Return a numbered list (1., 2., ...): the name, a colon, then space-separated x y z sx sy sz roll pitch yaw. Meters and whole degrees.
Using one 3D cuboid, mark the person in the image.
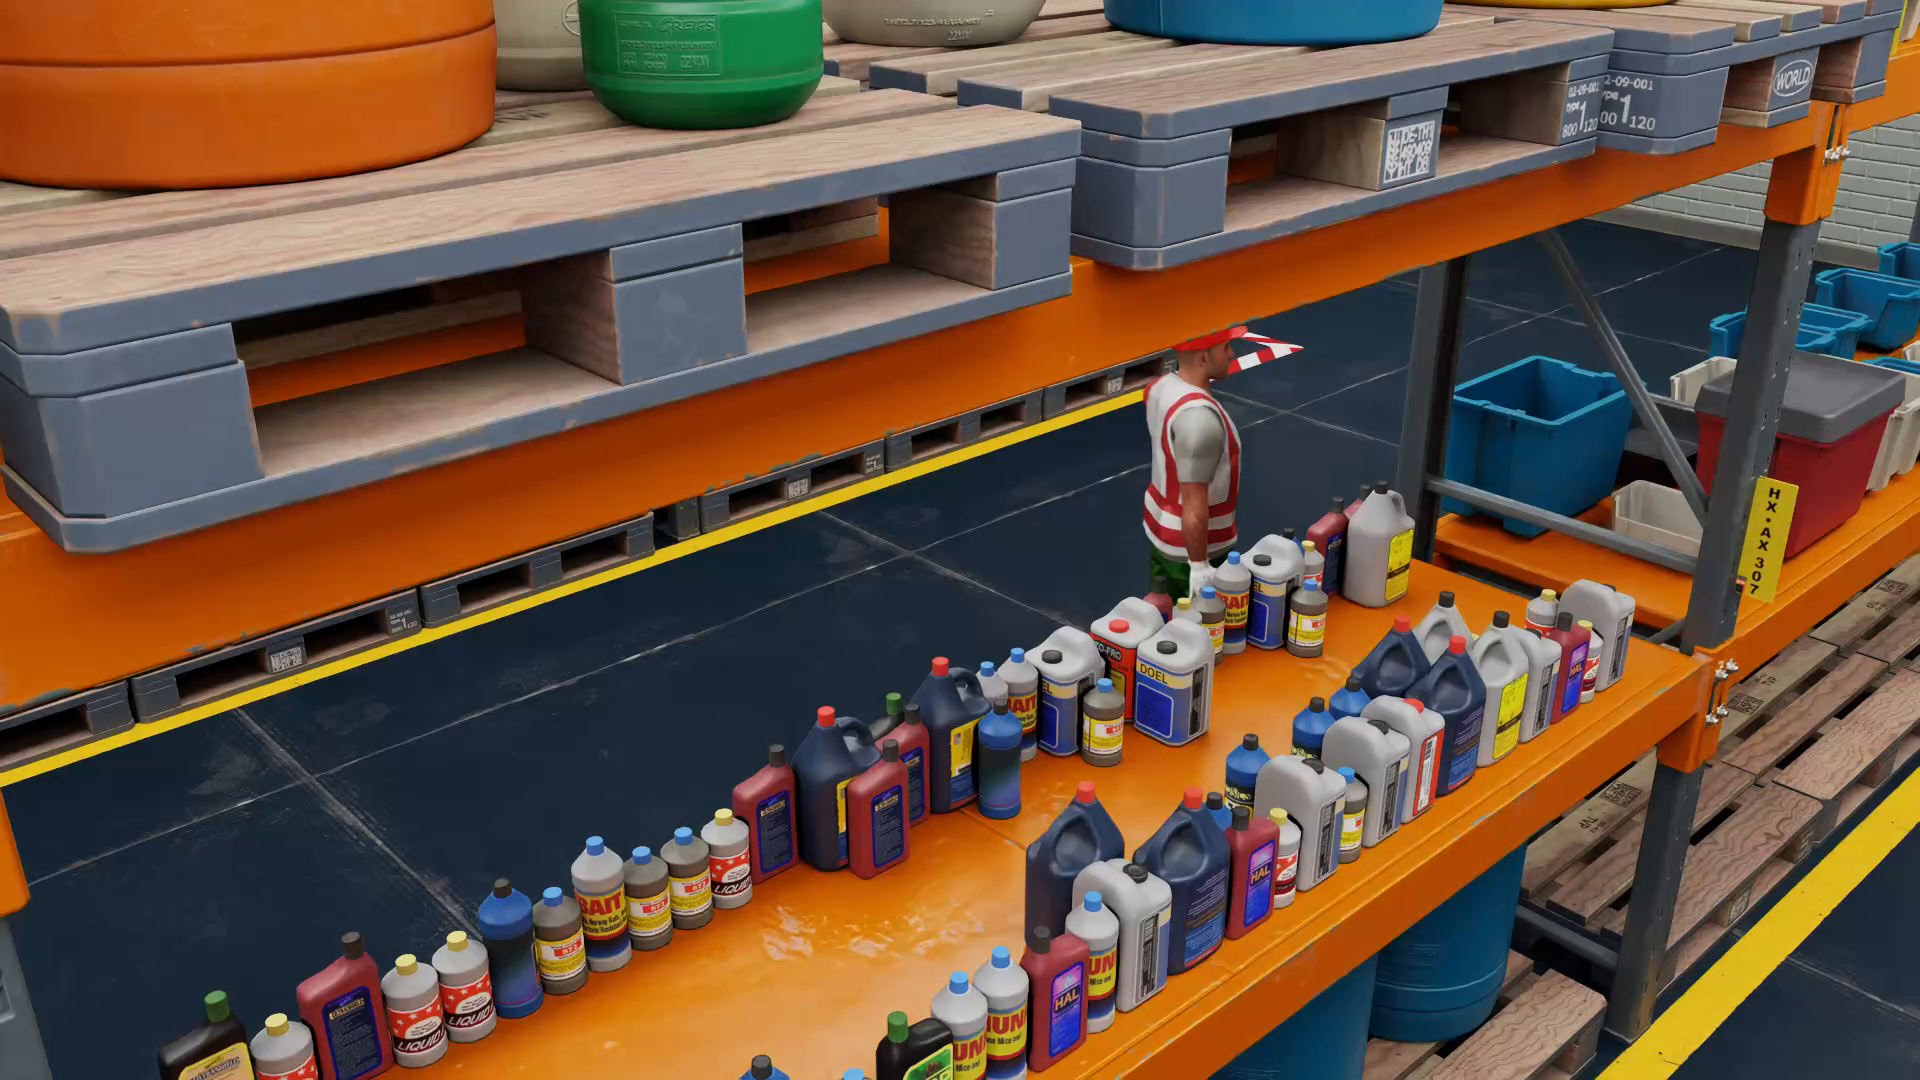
1. person: 0.972 0.001 6.058 0.633 1.786 0.551 -4 24 -9
